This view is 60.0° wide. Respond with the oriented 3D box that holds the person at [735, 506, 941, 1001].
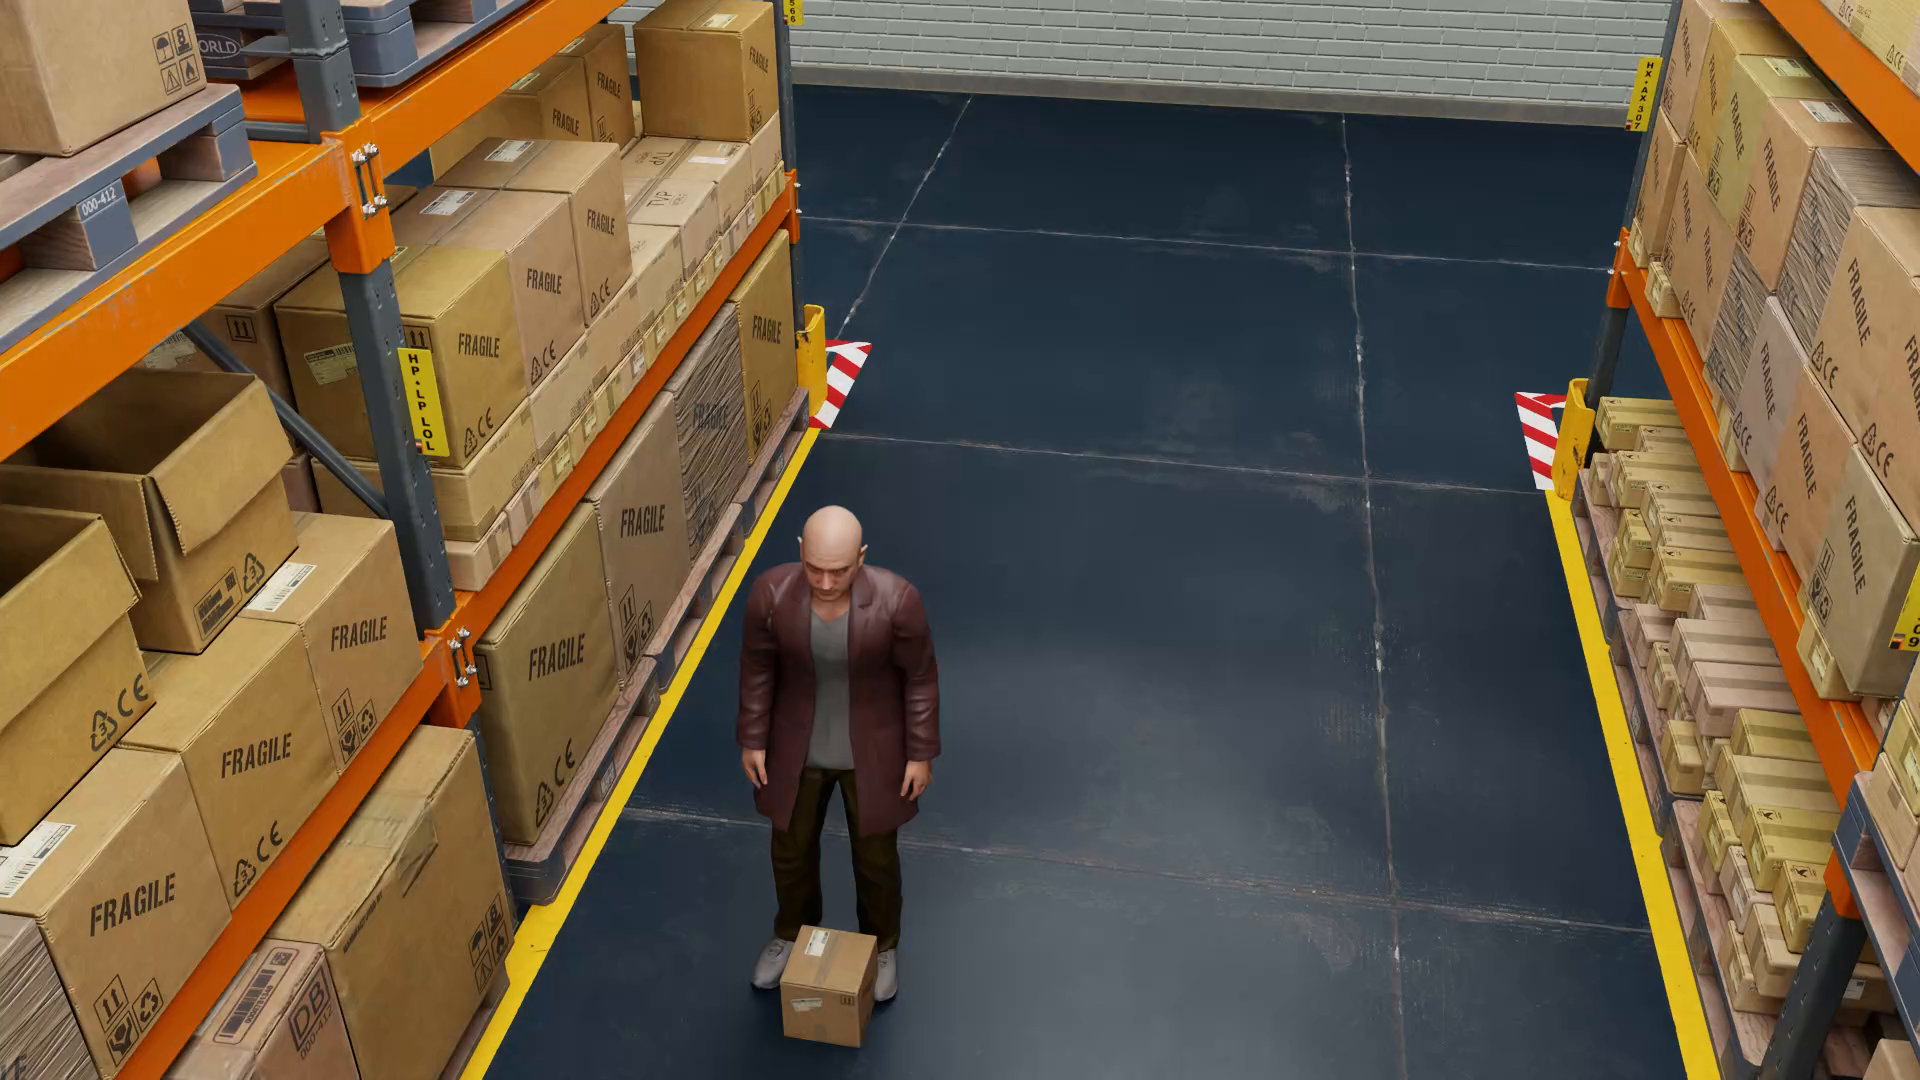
[{"bbox_3d":[-0.376,0.646,5.117,0.640,1.772,0.428,4,32,6],"label":"person"}]
